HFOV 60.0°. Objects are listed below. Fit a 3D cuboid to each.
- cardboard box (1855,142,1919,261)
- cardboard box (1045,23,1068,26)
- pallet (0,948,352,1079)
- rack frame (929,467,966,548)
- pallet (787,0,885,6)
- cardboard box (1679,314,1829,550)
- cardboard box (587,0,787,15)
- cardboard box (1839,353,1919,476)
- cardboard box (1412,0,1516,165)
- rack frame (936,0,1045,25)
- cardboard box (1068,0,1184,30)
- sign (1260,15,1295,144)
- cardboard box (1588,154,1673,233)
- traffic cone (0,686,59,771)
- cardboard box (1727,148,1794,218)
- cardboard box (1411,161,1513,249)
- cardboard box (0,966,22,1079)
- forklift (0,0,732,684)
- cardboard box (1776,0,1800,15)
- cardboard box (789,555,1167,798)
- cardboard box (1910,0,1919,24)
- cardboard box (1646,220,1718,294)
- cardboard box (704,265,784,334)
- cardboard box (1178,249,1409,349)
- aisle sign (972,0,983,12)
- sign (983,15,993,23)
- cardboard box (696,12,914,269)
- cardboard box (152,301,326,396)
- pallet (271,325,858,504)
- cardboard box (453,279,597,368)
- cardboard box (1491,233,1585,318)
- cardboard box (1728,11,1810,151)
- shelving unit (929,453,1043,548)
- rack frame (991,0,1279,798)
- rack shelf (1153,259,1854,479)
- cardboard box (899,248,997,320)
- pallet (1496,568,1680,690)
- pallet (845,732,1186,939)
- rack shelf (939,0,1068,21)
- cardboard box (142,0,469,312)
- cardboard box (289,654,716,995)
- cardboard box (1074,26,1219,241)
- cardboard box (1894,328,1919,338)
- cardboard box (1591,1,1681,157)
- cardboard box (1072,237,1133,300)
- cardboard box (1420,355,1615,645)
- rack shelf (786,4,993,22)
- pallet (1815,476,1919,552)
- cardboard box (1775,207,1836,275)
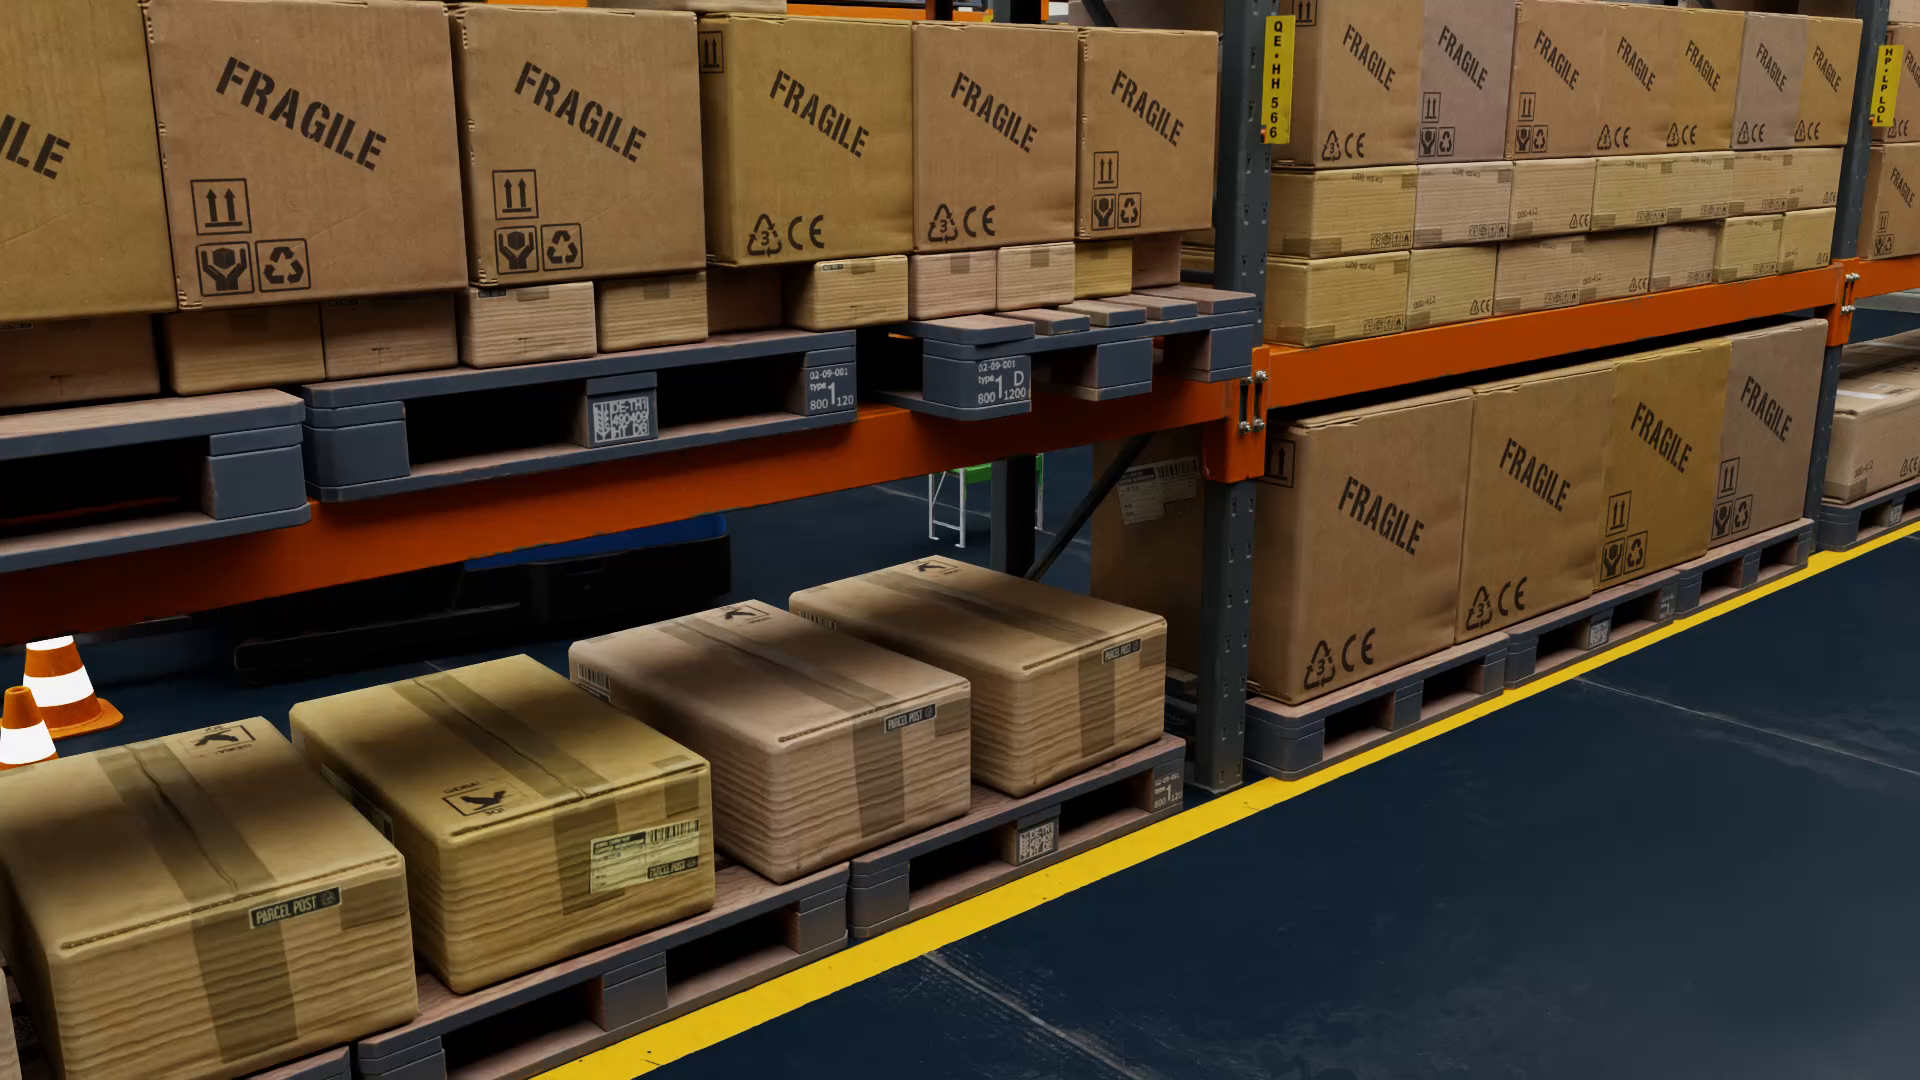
[{"bbox_3d":[4.016,-1.551,7.548,0.500,0.500,0.500,-12,19,-38],"label":"cardboard box"},{"bbox_3d":[0.664,-3.124,10.926,0.500,0.500,0.500,-12,19,-38],"label":"cardboard box"},{"bbox_3d":[-1.959,1.097,3.236,1.213,0.211,1.003,-13,19,-39],"label":"pallet"},{"bbox_3d":[-0.059,-0.566,7.545,0.015,1.200,0.240,-13,19,-39],"label":"rack frame"},{"bbox_3d":[-1.472,-5.151,15.583,1.213,0.211,1.003,-13,19,-39],"label":"pallet"},{"bbox_3d":[3.074,-0.529,7.223,0.875,0.875,0.875,-12,19,-38],"label":"cardboard box"},{"bbox_3d":[-0.577,-1.172,3.485,0.250,0.149,0.380,-14,20,-42],"label":"cardboard box"},{"bbox_3d":[4.709,-0.676,8.619,0.875,0.438,0.875,-13,20,-41],"label":"cardboard box"},{"bbox_3d":[1.373,-1.449,5.232,0.500,0.500,0.500,-13,19,-39],"label":"cardboard box"},{"bbox_3d":[0.164,-2.420,10.998,0.127,3.000,1.000,-13,19,-39],"label":"rack frame"},{"bbox_3d":[0.690,-1.466,5.294,0.500,0.500,0.500,-13,20,-41],"label":"cardboard box"},{"bbox_3d":[0.835,-1.213,4.389,0.005,0.325,0.100,-13,19,-39],"label":"sign"},{"bbox_3d":[2.182,-1.256,5.960,0.500,0.250,0.500,-12,19,-38],"label":"cardboard box"},{"bbox_3d":[-2.529,0.625,4.515,0.334,0.463,0.336,-13,19,-39],"label":"traffic cone"},{"bbox_3d":[2.944,-1.435,6.630,0.500,0.250,0.500,-12,19,-38],"label":"cardboard box"},{"bbox_3d":[1.407,-1.090,5.341,0.500,0.250,0.500,-12,19,-38],"label":"cardboard box"},{"bbox_3d":[-2.151,0.859,3.000,0.625,0.372,0.950,-12,19,-39],"label":"cardboard box"},{"bbox_3d":[-2.463,-1.064,6.052,3.031,2.935,1.130,-8,17,-28],"label":"forklift"},{"bbox_3d":[3.783,-2.456,7.744,0.250,0.149,0.380,-12,19,-38],"label":"cardboard box"},{"bbox_3d":[0.039,0.364,4.852,0.625,0.372,0.950,-14,21,-43],"label":"cardboard box"},{"bbox_3d":[4.081,-2.368,7.414,0.250,0.149,0.380,-12,19,-39],"label":"cardboard box"},{"bbox_3d":[2.539,-1.108,6.377,0.500,0.250,0.500,-13,20,-41],"label":"cardboard box"},{"bbox_3d":[-0.602,-0.557,3.695,0.250,0.149,0.380,-12,19,-39],"label":"cardboard box"},{"bbox_3d":[1.006,-0.758,5.064,0.500,0.250,0.500,-13,20,-40],"label":"cardboard box"},{"bbox_3d":[0.253,-5.290,16.706,0.004,0.787,0.394,-13,19,-39],"label":"aisle sign"},{"bbox_3d":[0.105,-1.463,5.171,0.005,0.325,0.100,-13,19,-39],"label":"sign"},{"bbox_3d":[-0.451,-0.884,3.665,0.500,0.500,0.500,-14,21,-43],"label":"cardboard box"},{"bbox_3d":[-1.342,-0.371,2.999,0.250,0.149,0.380,-12,19,-39],"label":"cardboard box"},{"bbox_3d":[-0.994,-0.360,3.657,1.213,0.211,1.003,-13,19,-39],"label":"pallet"},{"bbox_3d":[-0.920,-0.447,3.286,0.250,0.149,0.380,-12,19,-37],"label":"cardboard box"},{"bbox_3d":[1.782,-0.936,5.731,0.500,0.250,0.500,-12,19,-38],"label":"cardboard box"},{"bbox_3d":[2.932,-1.791,6.513,0.500,0.500,0.500,-12,19,-38],"label":"cardboard box"},{"bbox_3d":[0.125,-0.608,7.700,0.503,1.200,0.258,-13,19,-39],"label":"shelving unit"},{"bbox_3d":[0.472,-0.796,4.918,0.127,3.000,1.000,-13,19,-39],"label":"rack frame"},{"bbox_3d":[1.981,-0.787,6.279,4.000,0.370,1.077,-13,19,-39],"label":"rack shelf"},{"bbox_3d":[-0.131,-0.624,3.948,0.250,0.149,0.380,-14,20,-42],"label":"cardboard box"},{"bbox_3d":[2.036,0.227,6.492,1.213,0.211,1.003,-13,19,-39],"label":"pallet"},{"bbox_3d":[-0.118,0.683,4.783,1.213,0.211,1.003,-13,19,-39],"label":"pallet"},{"bbox_3d":[1.673,-3.861,11.972,4.000,0.370,1.077,-13,19,-39],"label":"rack shelf"},{"bbox_3d":[-1.244,-0.703,2.985,0.500,0.500,0.500,-13,20,-40],"label":"cardboard box"},{"bbox_3d":[-1.088,0.618,3.901,0.625,0.372,0.950,-12,19,-38],"label":"cardboard box"},{"bbox_3d":[0.312,-1.060,4.321,0.500,0.500,0.500,-13,20,-41],"label":"cardboard box"},{"bbox_3d":[6.075,-0.985,9.776,0.875,0.438,0.875,-14,20,-41],"label":"cardboard box"},{"bbox_3d":[2.156,-1.619,5.866,0.500,0.500,0.500,-12,19,-38],"label":"cardboard box"},{"bbox_3d":[0.225,-0.717,4.294,0.250,0.149,0.380,-12,19,-39],"label":"cardboard box"},{"bbox_3d":[1.723,-0.224,6.078,0.875,0.875,0.875,-12,19,-39],"label":"cardboard box"},{"bbox_3d":[-1.507,-4.843,15.651,4.000,0.370,1.077,-13,19,-39],"label":"rack shelf"},{"bbox_3d":[4.115,-0.240,8.240,1.213,0.211,1.003,-13,19,-39],"label":"pallet"},{"bbox_3d":[3.317,-1.276,7.006,0.500,0.250,0.500,-13,20,-41],"label":"cardboard box"}]
